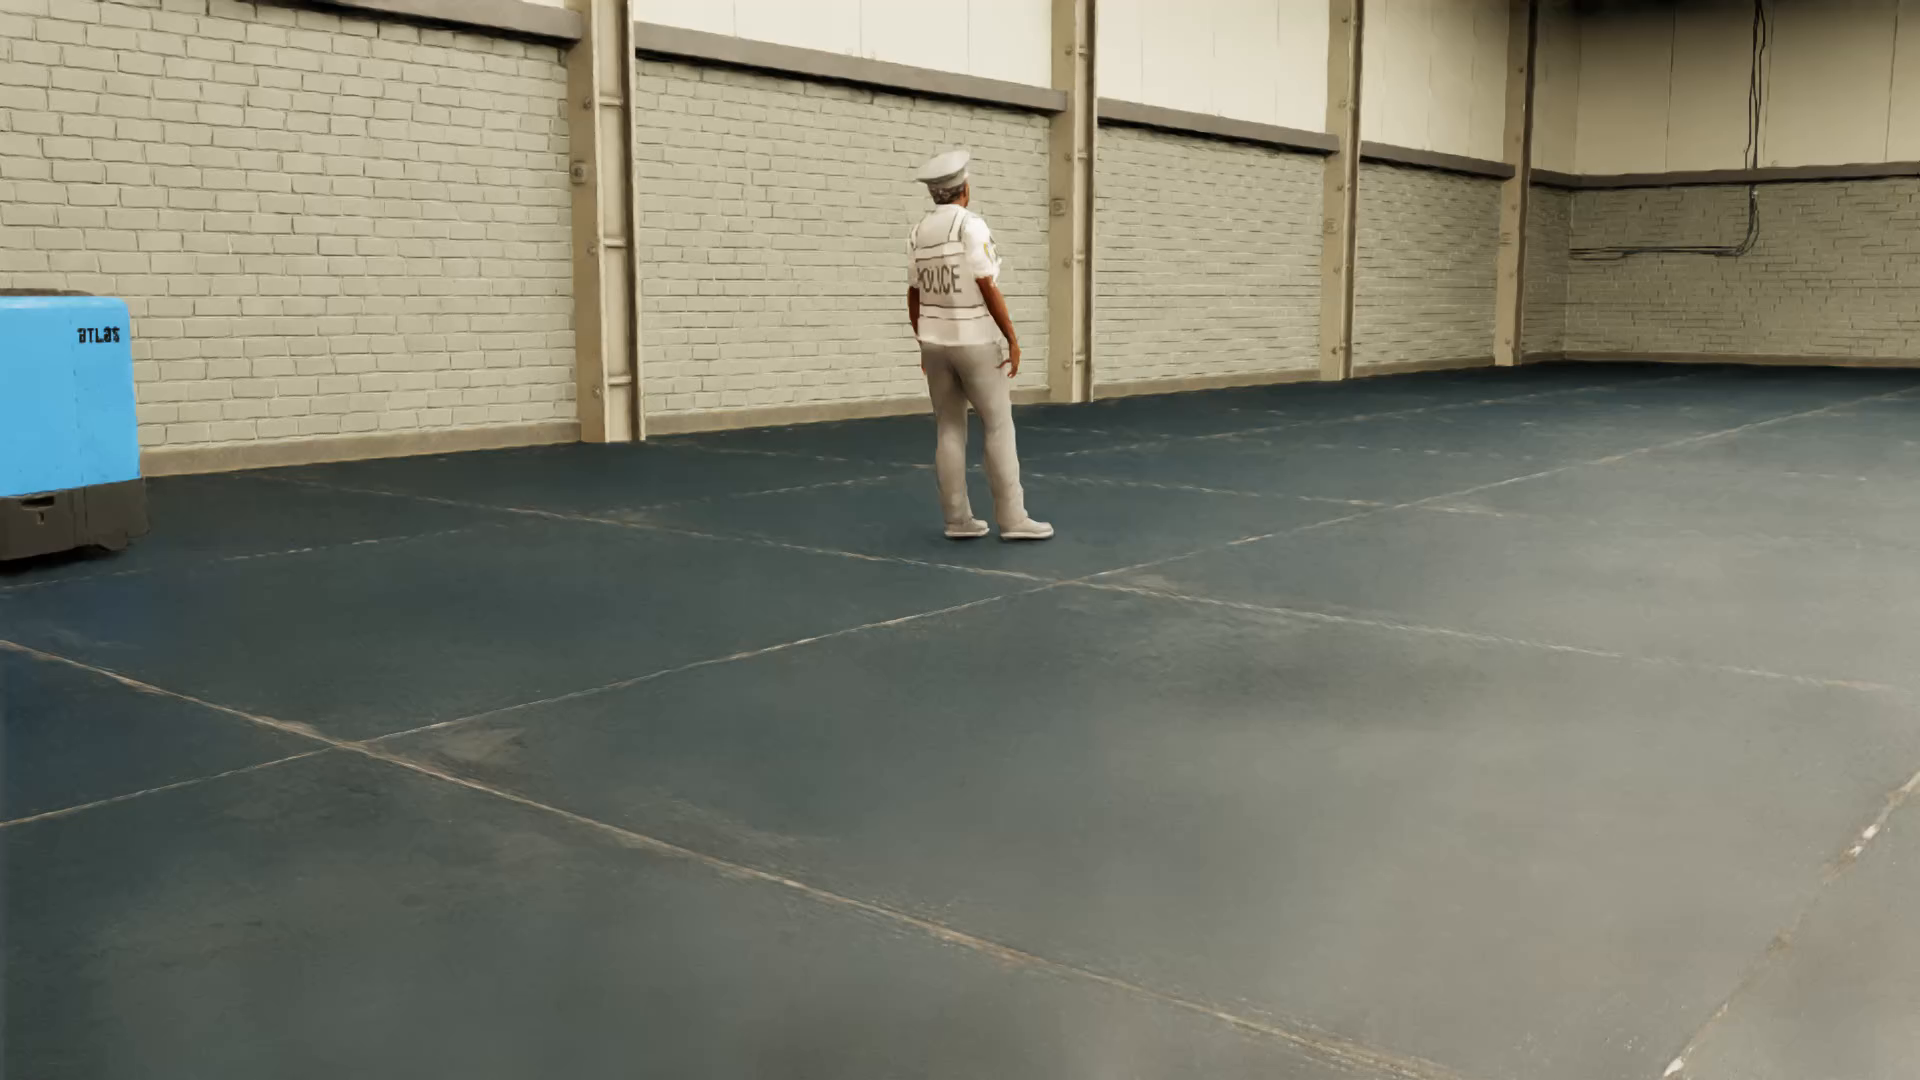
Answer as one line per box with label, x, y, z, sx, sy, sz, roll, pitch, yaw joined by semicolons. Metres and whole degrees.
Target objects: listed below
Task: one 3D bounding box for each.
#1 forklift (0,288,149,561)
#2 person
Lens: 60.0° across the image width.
forklift;-4.413;-1.228;5.672;1.130;2.935;3.031;3;9;19
person;0.062;-0.852;7.327;0.570;1.693;0.529;7;11;38
